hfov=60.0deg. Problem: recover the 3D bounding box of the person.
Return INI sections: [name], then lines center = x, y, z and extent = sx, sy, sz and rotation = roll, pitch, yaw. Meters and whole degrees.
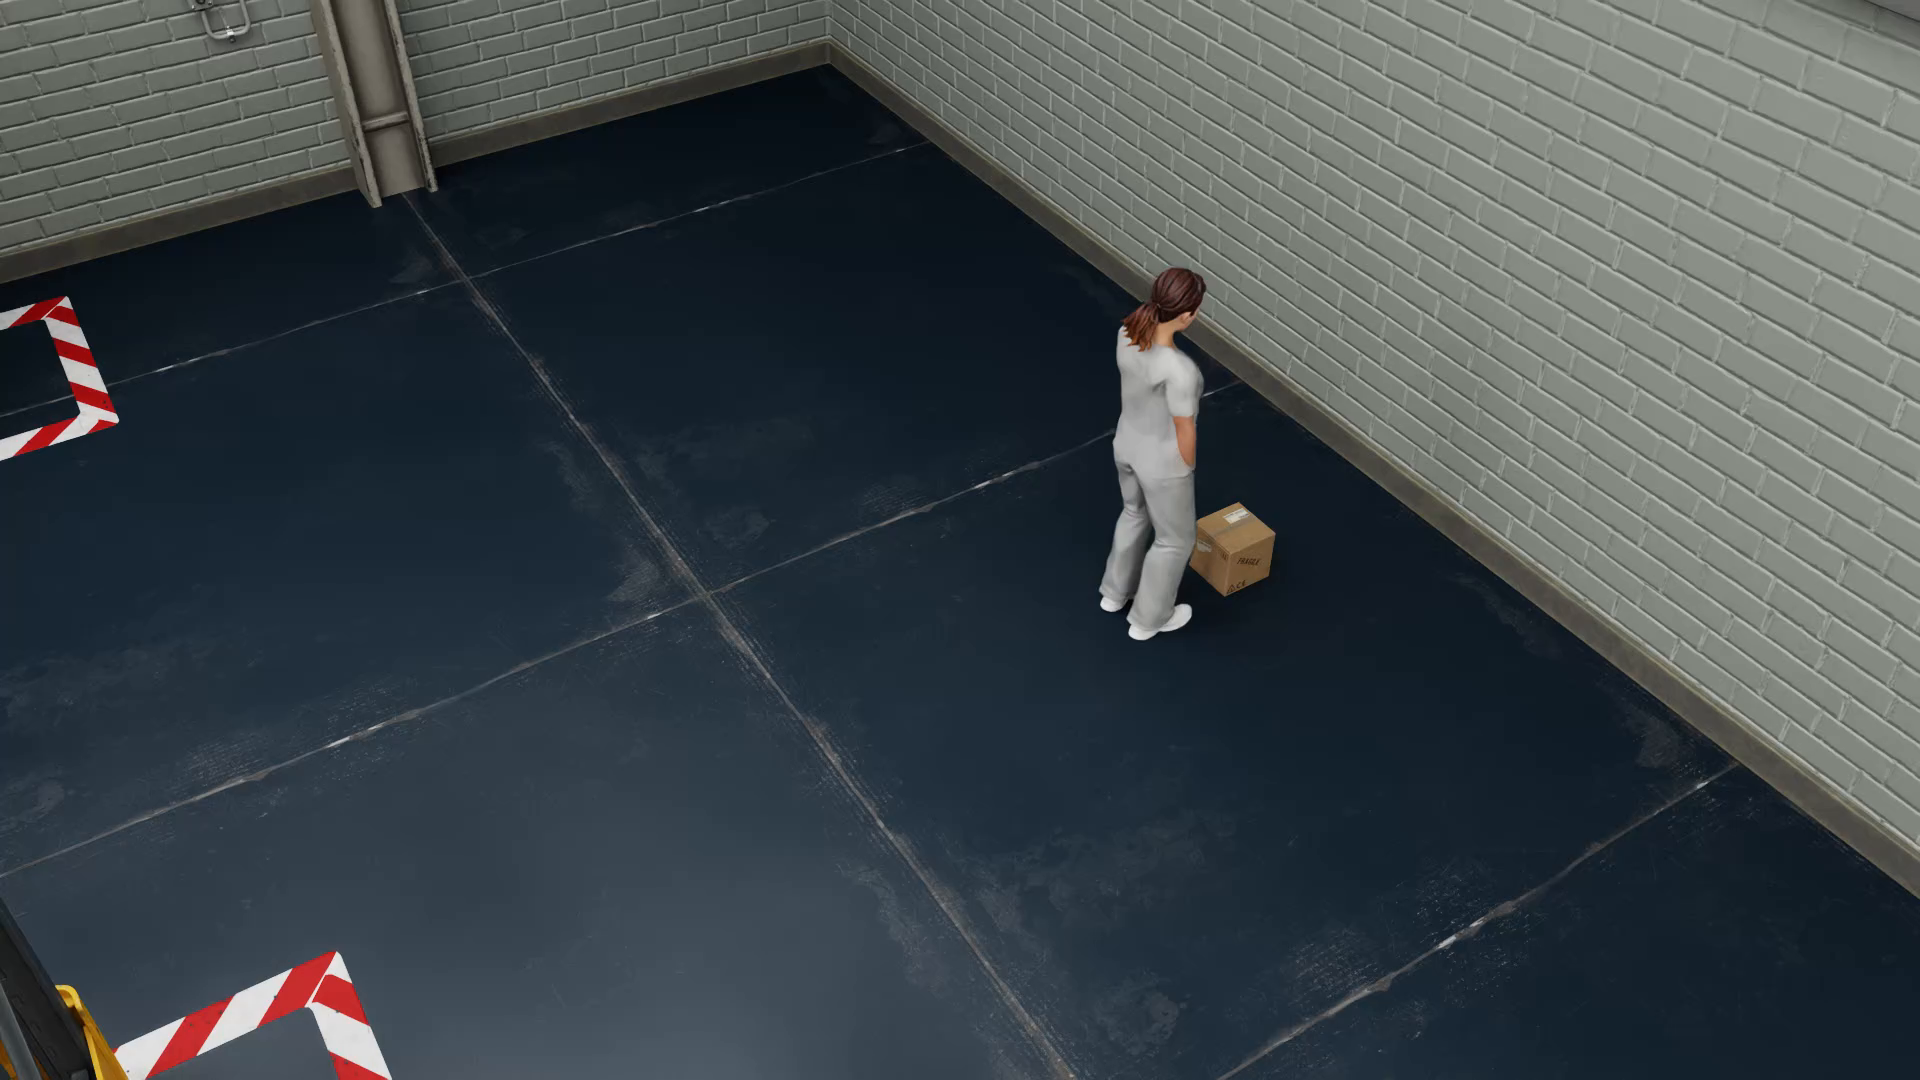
[person]
center = 0.756, -0.332, 6.555
extent = 0.353, 1.665, 0.447
rotation = -22, 45, -23
